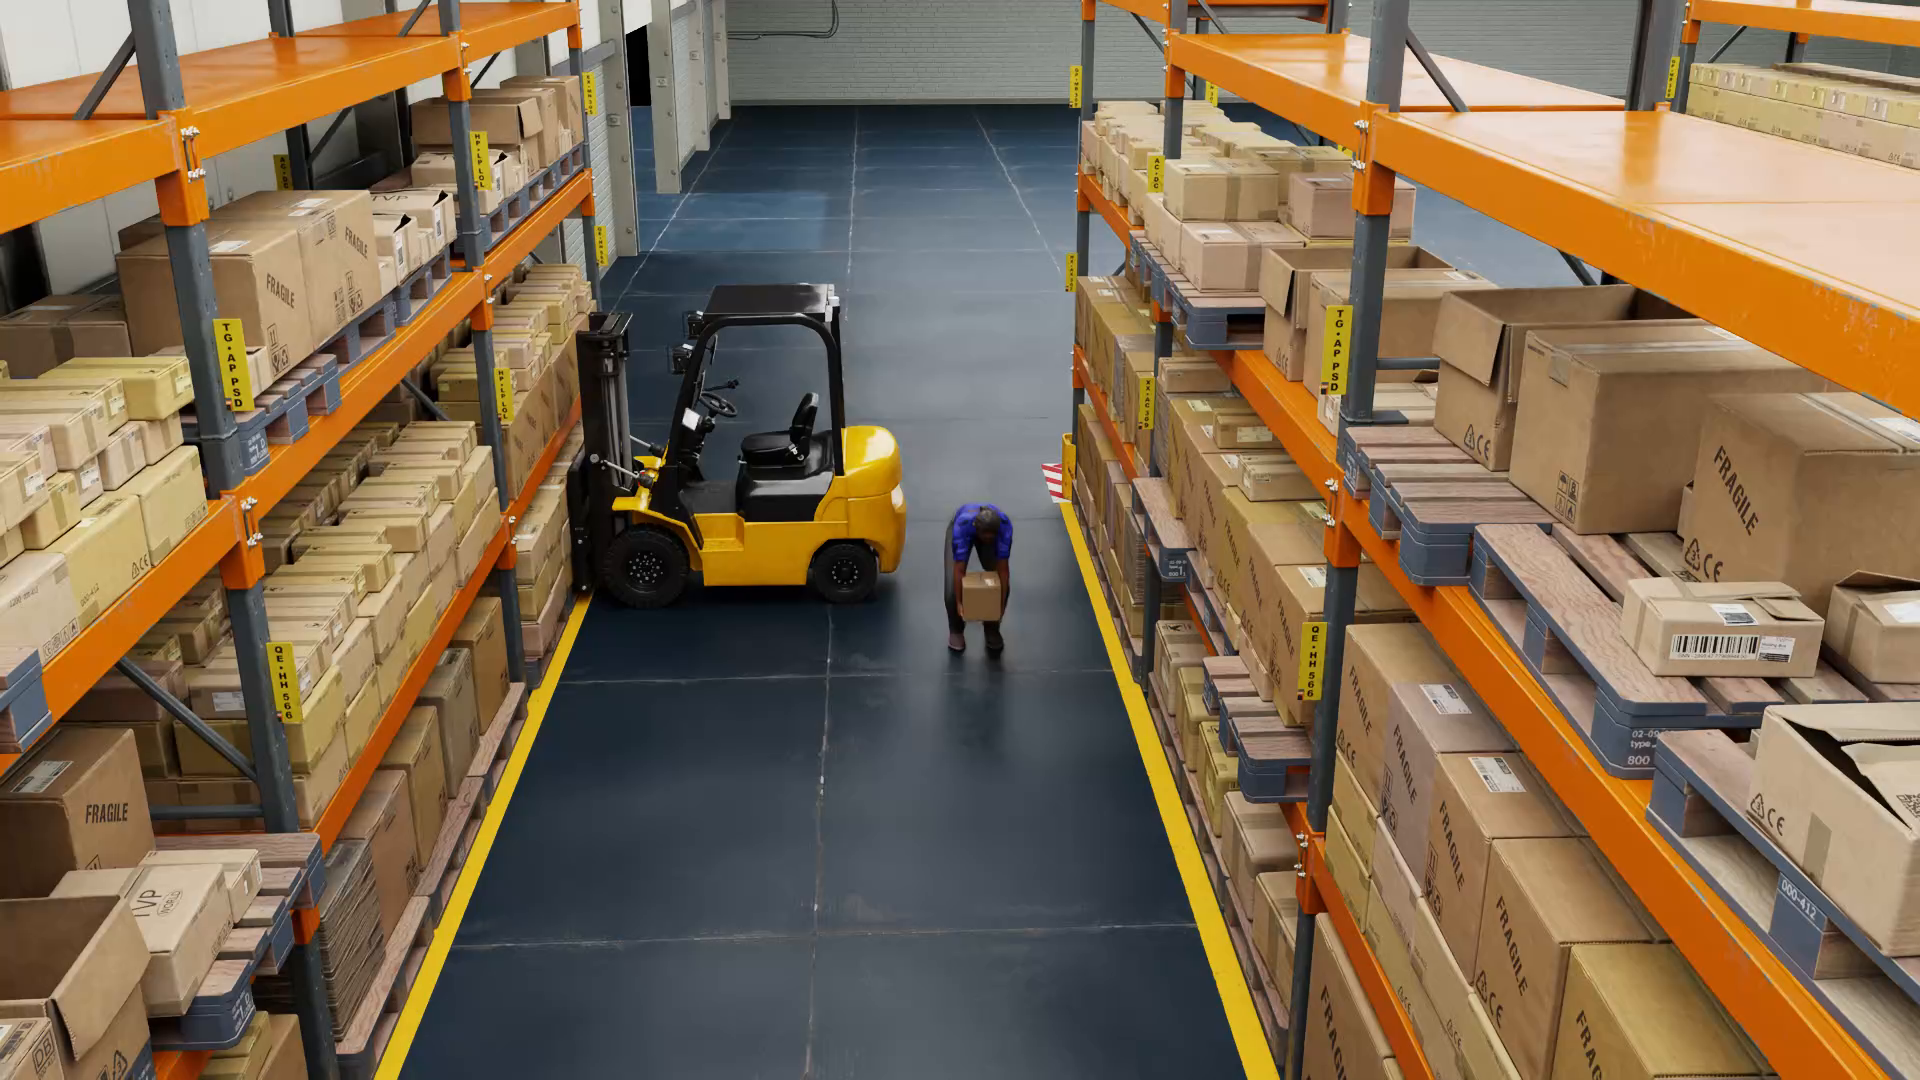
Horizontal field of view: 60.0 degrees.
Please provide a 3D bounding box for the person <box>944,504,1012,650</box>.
[{"bbox_3d":[0.125,0.237,11.179,0.444,1.153,0.840,-2,21,-6],"label":"person"}]
